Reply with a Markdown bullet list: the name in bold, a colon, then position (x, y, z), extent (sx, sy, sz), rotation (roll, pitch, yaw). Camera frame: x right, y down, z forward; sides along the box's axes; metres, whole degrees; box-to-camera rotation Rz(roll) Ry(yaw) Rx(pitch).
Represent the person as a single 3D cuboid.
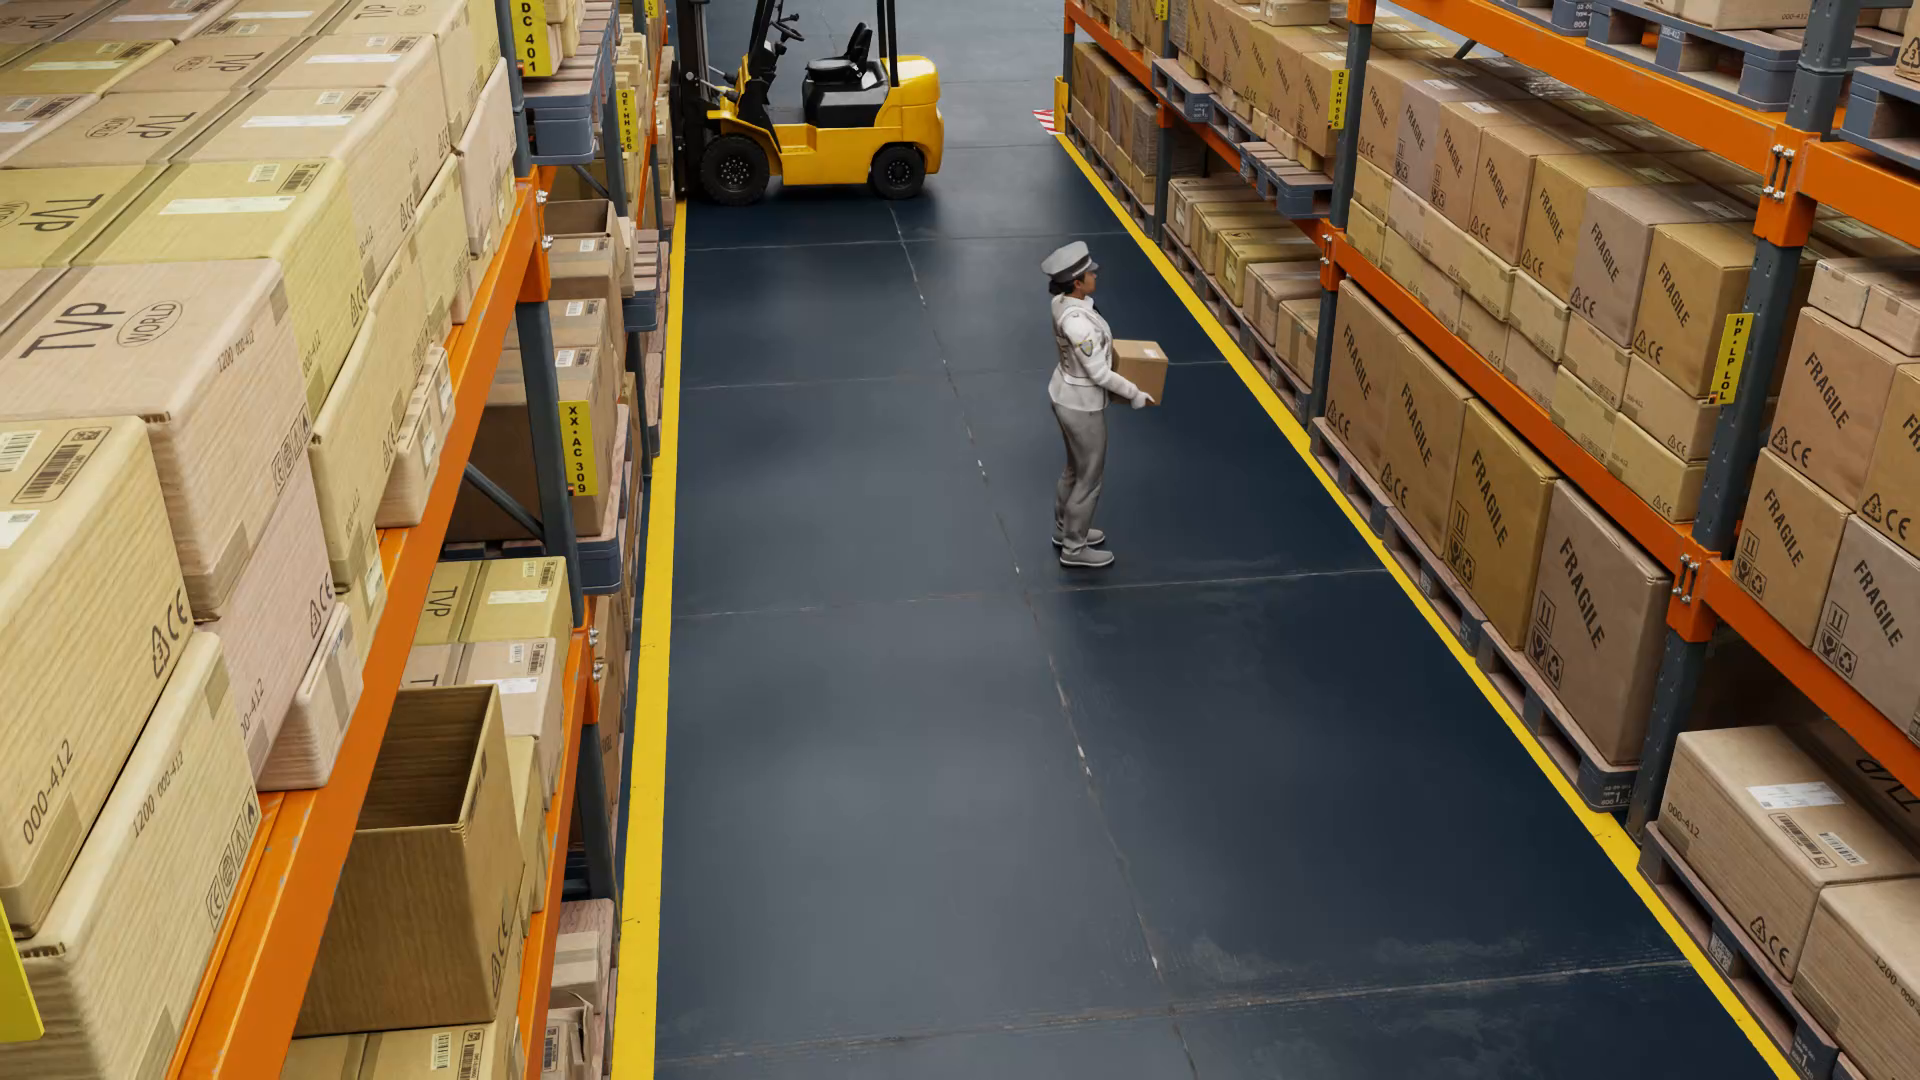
- **person**: position (0.676, -0.686, 8.419), extent (0.556, 1.686, 0.460), rotation (-4, 28, -7)
